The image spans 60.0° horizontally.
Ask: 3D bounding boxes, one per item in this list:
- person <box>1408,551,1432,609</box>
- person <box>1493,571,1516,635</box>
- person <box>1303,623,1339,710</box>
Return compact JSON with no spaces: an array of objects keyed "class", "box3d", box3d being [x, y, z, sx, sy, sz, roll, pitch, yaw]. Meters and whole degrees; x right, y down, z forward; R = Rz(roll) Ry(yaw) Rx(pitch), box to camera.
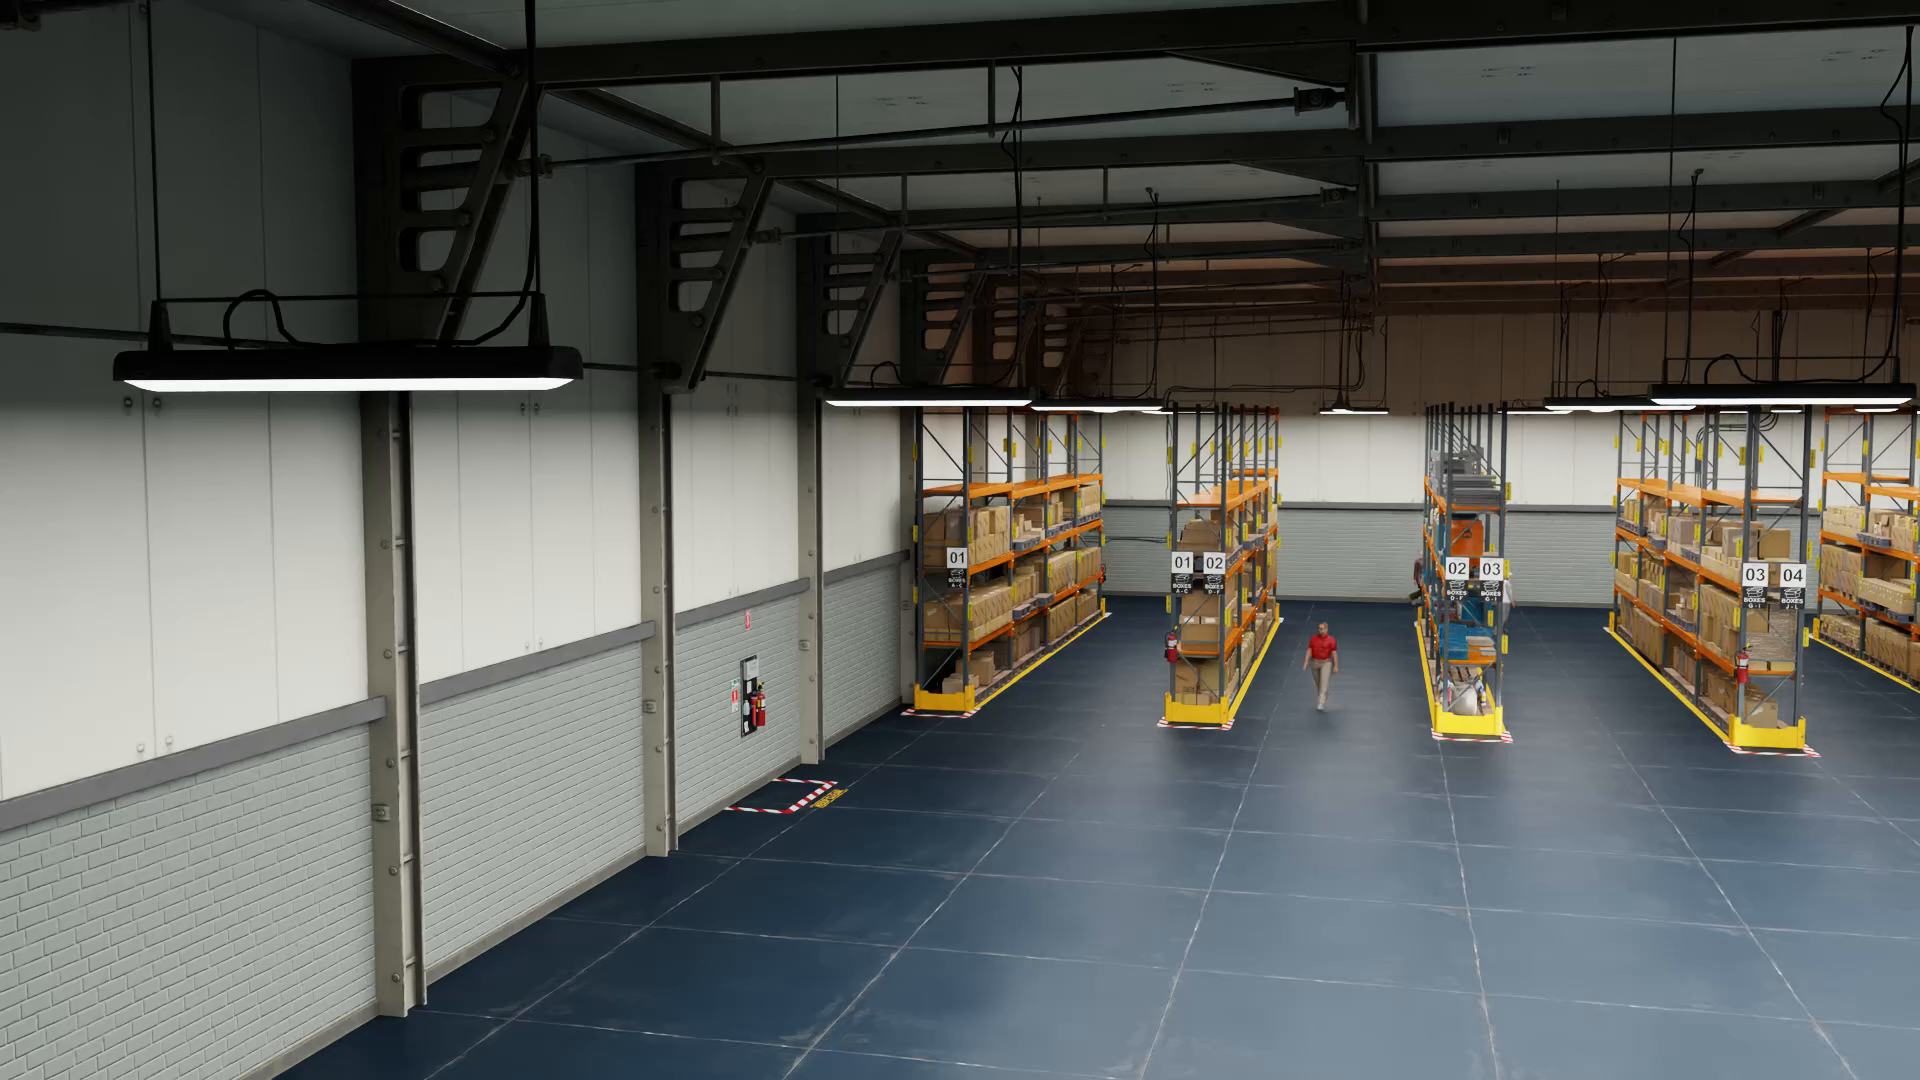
[{"class":"person","box3d":[13.813,1.169,49.758,0.558,1.743,0.923,-3,5,-37]},{"class":"person","box3d":[14.171,1.638,43.352,0.722,1.765,0.594,-1,4,-10]},{"class":"person","box3d":[7.065,2.453,32.653,0.631,1.652,1.054,3,5,33]}]
